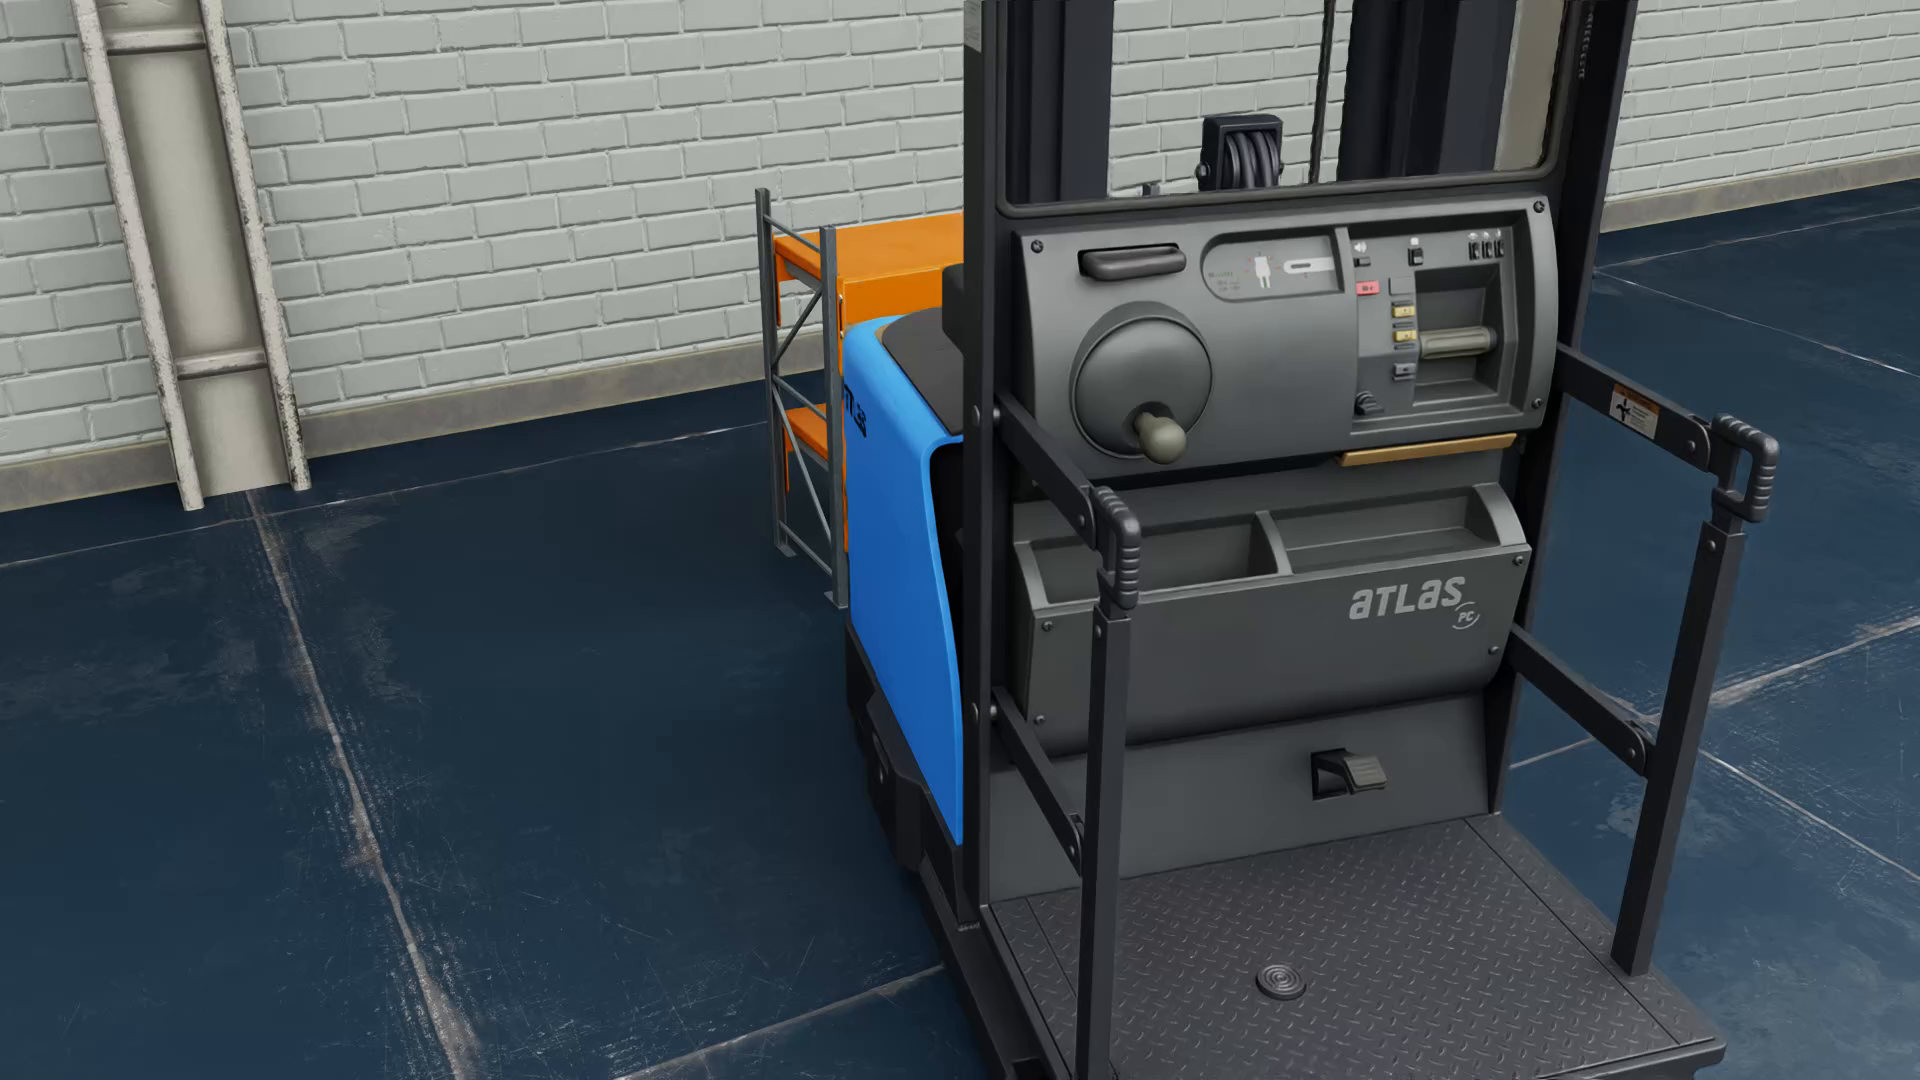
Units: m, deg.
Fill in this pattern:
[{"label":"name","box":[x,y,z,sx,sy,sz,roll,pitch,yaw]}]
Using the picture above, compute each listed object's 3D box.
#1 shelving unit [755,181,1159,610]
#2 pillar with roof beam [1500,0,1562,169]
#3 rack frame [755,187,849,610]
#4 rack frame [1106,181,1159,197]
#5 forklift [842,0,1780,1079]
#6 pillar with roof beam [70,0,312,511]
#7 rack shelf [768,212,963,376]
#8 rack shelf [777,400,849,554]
[{"label":"shelving unit","box":[-0.006,-0.506,5.004,1.048,1.125,0.538,-13,29,-25]},{"label":"pillar with roof beam","box":[4.885,-3.828,2.827,0.400,9.000,9.100,-13,29,-25]},{"label":"rack frame","box":[-0.455,-0.402,4.788,0.032,1.125,0.500,-13,29,-25]},{"label":"rack frame","box":[0.443,-0.609,5.219,0.032,1.125,0.500,-13,29,-25]},{"label":"forklift","box":[0.609,-0.310,2.510,1.130,2.935,3.031,-7,27,-14]},{"label":"pillar with roof beam","box":[-0.410,-2.606,0.281,0.400,9.000,9.100,-13,29,-25]},{"label":"rack shelf","box":[-0.006,-0.770,4.877,1.000,0.278,0.538,-13,29,-25]},{"label":"rack shelf","box":[-0.006,-0.285,5.109,1.000,0.278,0.538,-13,29,-25]}]
